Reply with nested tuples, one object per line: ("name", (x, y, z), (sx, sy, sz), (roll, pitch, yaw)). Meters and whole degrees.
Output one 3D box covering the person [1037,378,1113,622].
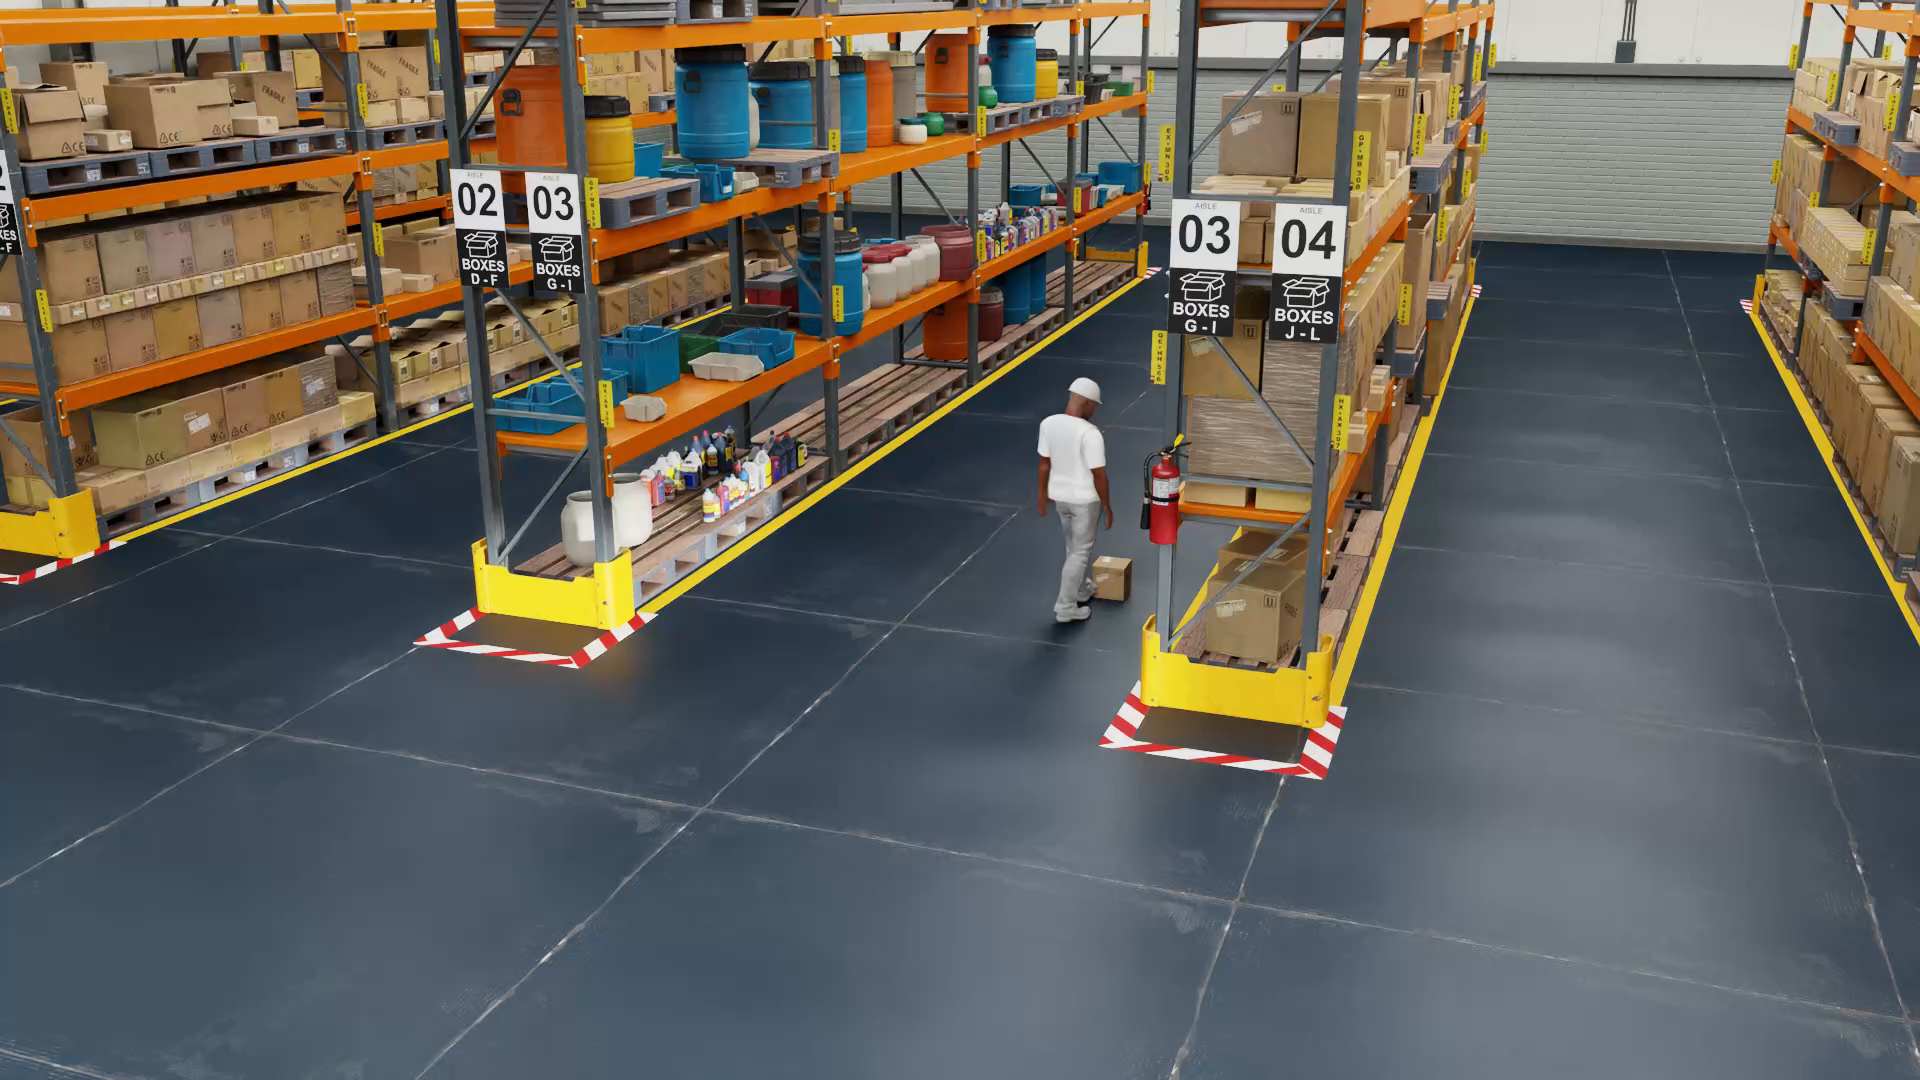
("person", (0.901, -0.318, 11.951), (0.629, 1.742, 0.769), (17, 25, 42))
